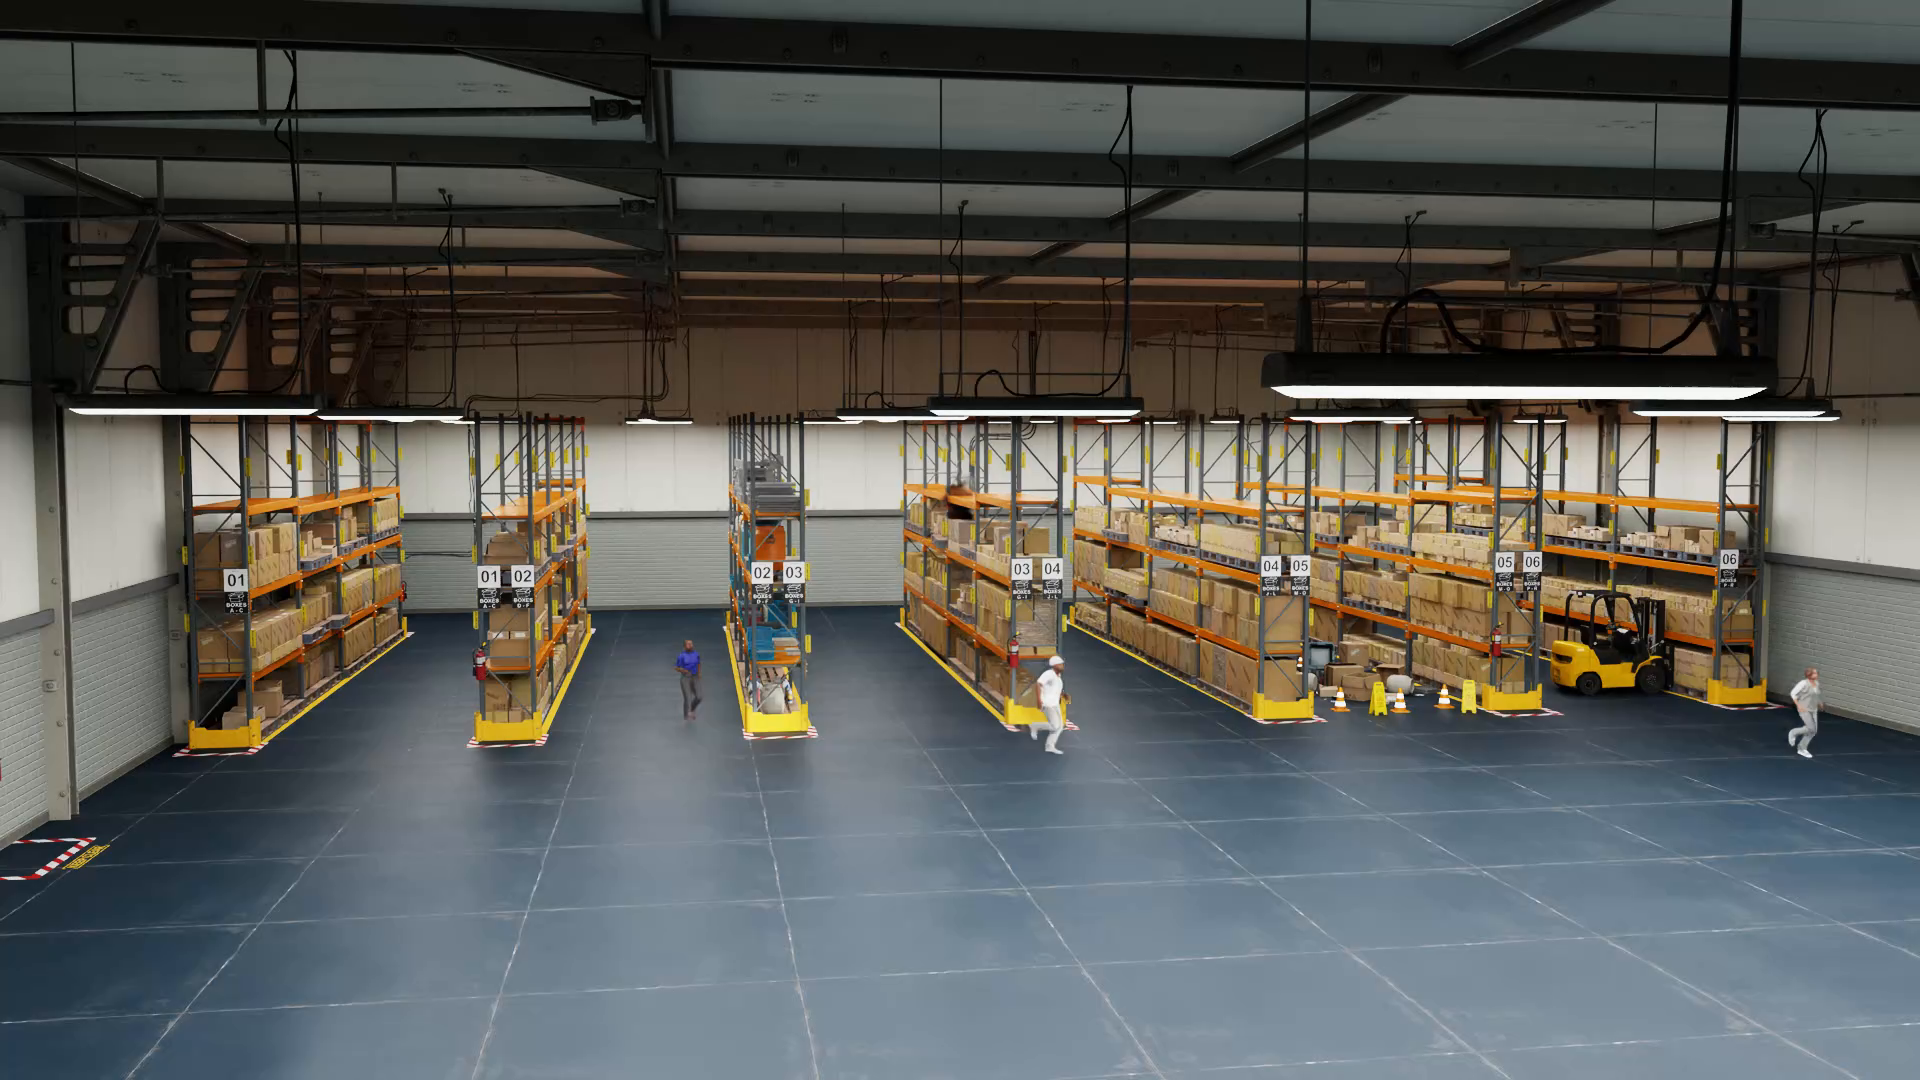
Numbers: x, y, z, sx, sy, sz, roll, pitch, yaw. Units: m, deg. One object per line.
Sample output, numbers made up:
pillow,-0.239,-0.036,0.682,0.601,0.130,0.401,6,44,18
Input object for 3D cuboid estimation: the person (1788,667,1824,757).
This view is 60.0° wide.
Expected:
person,14.760,2.983,29.003,0.552,1.558,0.533,-2,4,-25

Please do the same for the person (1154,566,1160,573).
person,5.552,1.658,46.836,0.668,1.847,0.831,-1,4,-19

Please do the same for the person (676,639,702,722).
person,-5.187,2.723,32.122,0.565,1.613,0.548,-2,4,-30

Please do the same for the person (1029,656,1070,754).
person,1.564,2.895,29.268,0.698,1.717,0.741,2,4,26
